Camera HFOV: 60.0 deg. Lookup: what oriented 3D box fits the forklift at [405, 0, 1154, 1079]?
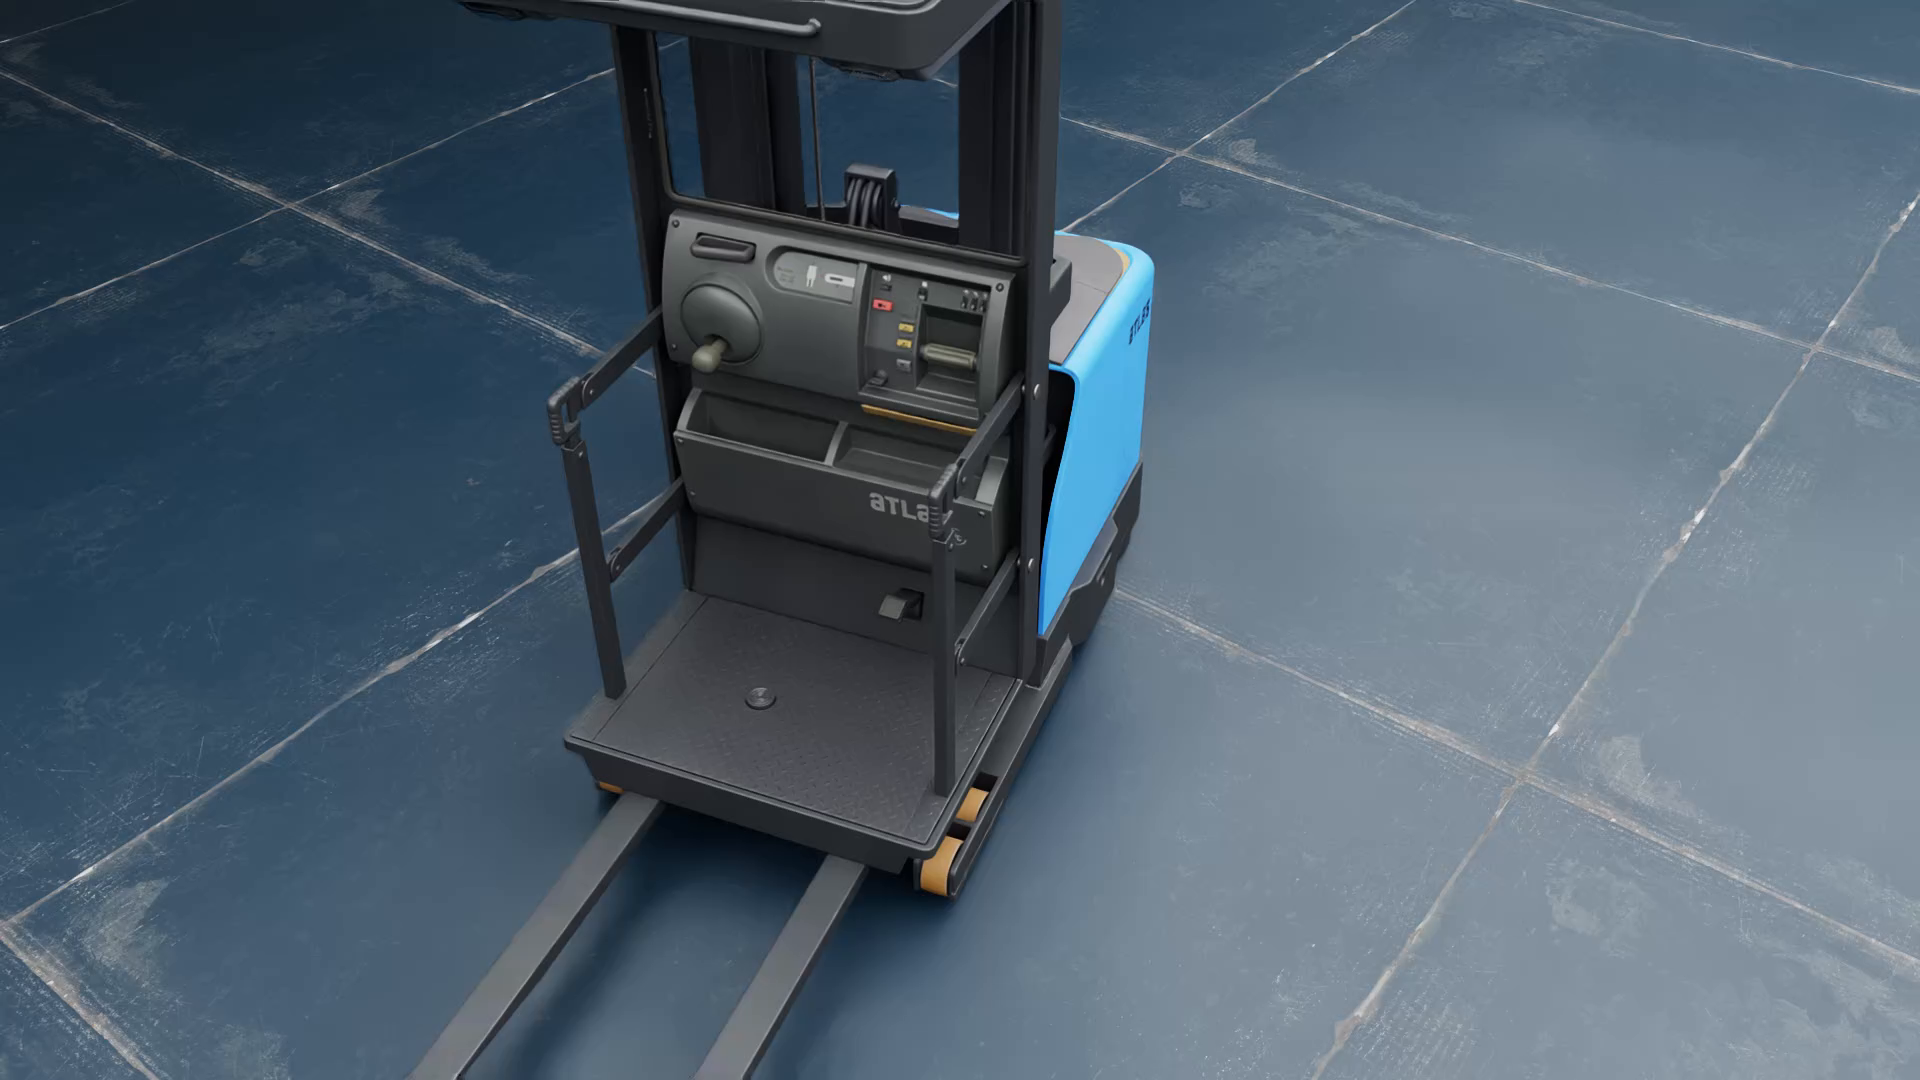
[{"bbox_3d":[-0.400,-0.486,3.993,1.130,2.935,3.031,14,40,17],"label":"forklift"}]
